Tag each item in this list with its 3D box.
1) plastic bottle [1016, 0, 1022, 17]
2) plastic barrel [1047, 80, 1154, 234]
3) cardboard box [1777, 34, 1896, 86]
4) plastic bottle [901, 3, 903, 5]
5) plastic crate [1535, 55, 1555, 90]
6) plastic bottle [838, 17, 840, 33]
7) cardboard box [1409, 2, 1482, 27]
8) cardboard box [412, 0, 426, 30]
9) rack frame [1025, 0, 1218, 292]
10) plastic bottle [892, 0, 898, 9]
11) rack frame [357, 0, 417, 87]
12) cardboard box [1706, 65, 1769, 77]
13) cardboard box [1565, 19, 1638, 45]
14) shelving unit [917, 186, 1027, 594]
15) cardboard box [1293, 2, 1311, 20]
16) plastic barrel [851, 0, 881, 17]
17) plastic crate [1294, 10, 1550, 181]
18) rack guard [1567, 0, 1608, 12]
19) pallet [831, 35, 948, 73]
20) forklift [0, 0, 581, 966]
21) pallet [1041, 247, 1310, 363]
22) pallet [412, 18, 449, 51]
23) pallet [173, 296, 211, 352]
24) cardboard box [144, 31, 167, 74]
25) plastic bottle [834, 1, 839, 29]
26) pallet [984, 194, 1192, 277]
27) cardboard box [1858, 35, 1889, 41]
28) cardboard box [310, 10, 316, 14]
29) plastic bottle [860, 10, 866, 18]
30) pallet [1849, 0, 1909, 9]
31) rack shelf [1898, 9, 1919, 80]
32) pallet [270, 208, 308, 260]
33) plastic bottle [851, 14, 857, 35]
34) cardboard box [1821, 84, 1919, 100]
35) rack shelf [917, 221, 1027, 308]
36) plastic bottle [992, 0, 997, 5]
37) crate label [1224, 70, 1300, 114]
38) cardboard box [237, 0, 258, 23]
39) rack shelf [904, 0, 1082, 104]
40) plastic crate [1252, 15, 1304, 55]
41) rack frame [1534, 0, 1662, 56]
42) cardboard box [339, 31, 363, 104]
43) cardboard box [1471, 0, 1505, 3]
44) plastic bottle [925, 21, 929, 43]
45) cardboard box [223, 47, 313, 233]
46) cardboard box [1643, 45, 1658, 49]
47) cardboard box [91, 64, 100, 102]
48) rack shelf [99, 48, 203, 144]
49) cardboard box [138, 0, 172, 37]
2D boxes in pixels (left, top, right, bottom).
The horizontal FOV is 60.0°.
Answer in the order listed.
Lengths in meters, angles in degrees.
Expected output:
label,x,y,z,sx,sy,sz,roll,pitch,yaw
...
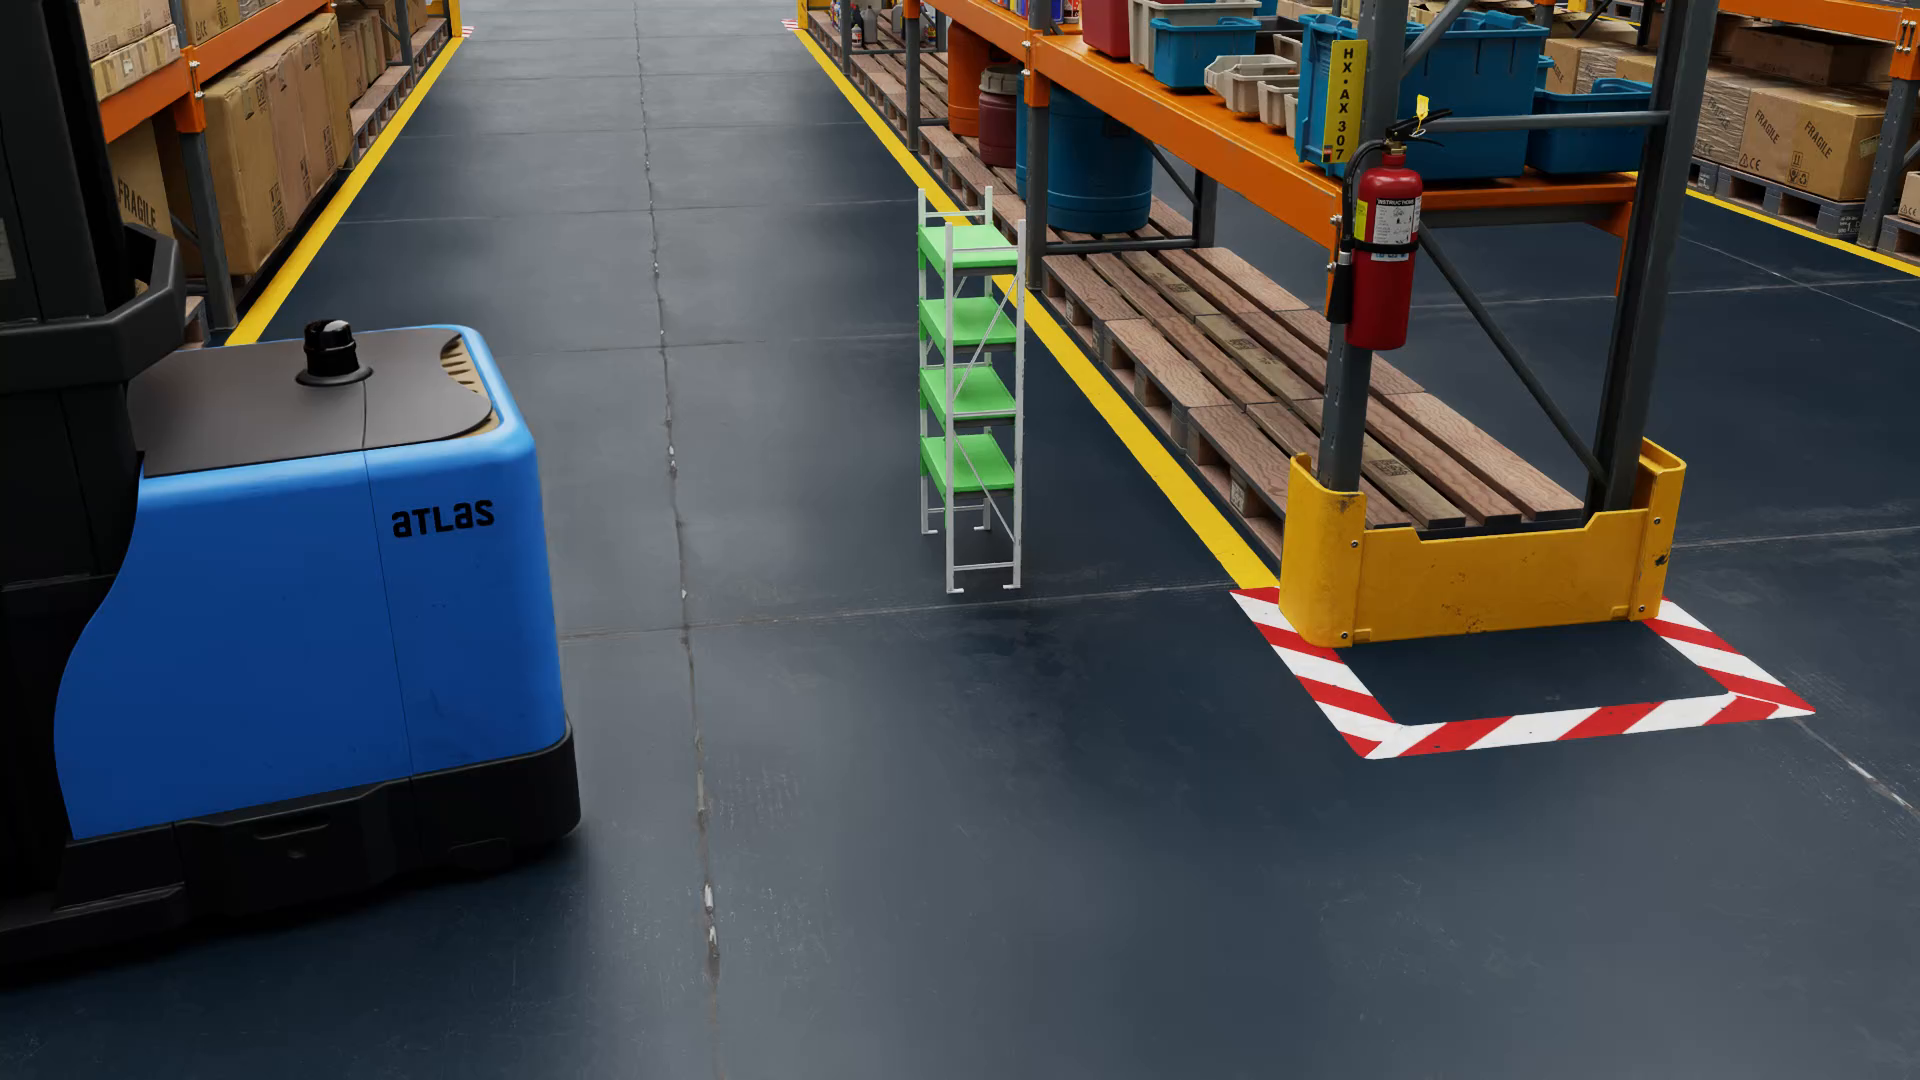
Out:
label,x,y,z,sx,sy,sz,roll,pitch,yaw
plastic bottle,0.387,-2.955,8.923,0.152,0.276,0.135,-4,24,-10
plastic barrel,0.761,-2.183,9.098,0.600,0.901,0.708,-4,24,-10
cardboard box,5.679,-3.104,10.745,0.500,0.250,0.500,-4,24,-10
plastic bottle,-0.558,-5.565,17.597,0.152,0.276,0.135,-5,24,-11
plastic crate,1.741,-1.495,5.559,0.416,0.233,0.300,-4,24,-10
plastic bottle,-1.207,-5.346,17.190,0.097,0.201,0.097,0,24,0
cardboard box,4.351,-4.653,14.865,0.500,0.311,0.500,-4,24,-8
cardboard box,-5.998,-5.658,17.556,0.500,0.500,0.500,2,24,4
rack frame,0.845,-2.737,8.269,1.000,3.000,0.127,-4,24,-10
plastic bottle,-0.689,-5.615,17.702,0.061,0.283,0.133,-4,24,-10
rack frame,-5.502,-5.517,14.635,1.000,3.000,0.127,-4,24,-10
cardboard box,5.069,-2.923,11.269,0.500,0.500,0.500,-5,24,-12
cardboard box,5.166,-4.093,13.583,0.500,0.311,0.500,-4,24,-8
shelving unit,0.031,-0.485,5.361,0.258,1.200,0.503,-4,24,-10
cardboard box,3.851,-5.545,17.609,0.500,0.250,0.500,-4,24,-10
plastic barrel,-1.085,-6.059,18.459,0.421,0.512,0.421,0,24,0
plastic crate,1.339,-1.325,4.918,0.616,0.435,0.499,-4,24,-10
rack guard,8.376,-7.015,21.187,1.175,0.500,0.348,-4,24,-10
pallet,-0.718,-4.873,16.644,1.003,0.211,1.213,-4,24,-10
forklift,-2.486,-0.543,3.332,3.031,2.935,1.130,-9,25,-20
pallet,1.019,-1.173,8.172,1.003,0.211,1.213,-4,24,-10
pallet,-6.112,-5.461,17.989,1.003,0.211,1.213,-4,24,-10
pallet,-3.959,-0.788,7.290,1.003,0.211,1.213,-4,24,-10
cardboard box,-3.596,-2.058,7.029,0.380,0.149,0.250,-4,24,-9
plastic bottle,-1.282,-5.537,17.540,0.097,0.271,0.097,0,24,0
pallet,0.743,-1.766,9.529,1.003,0.211,1.213,-4,24,-10
cardboard box,9.399,-5.185,16.448,0.700,0.500,0.500,-5,24,-11
cardboard box,-5.024,-3.813,12.369,0.500,0.250,0.500,-2,24,-4
plastic bottle,-0.931,-5.166,16.683,0.152,0.276,0.135,-4,24,-10
pallet,5.673,-3.337,9.882,1.003,0.211,1.213,-4,24,-10
rack shelf,6.083,-1.986,7.448,1.077,0.370,4.000,-4,24,-10
pallet,-4.468,-1.871,9.771,1.003,0.211,1.213,-4,24,-10
plastic bottle,-1.048,-5.005,16.307,0.061,0.283,0.133,-3,24,-7
cardboard box,5.754,-2.576,10.473,0.500,0.500,0.500,-4,24,-9
rack shelf,0.031,-0.866,5.194,0.258,0.148,0.480,-4,24,-10
plastic bottle,0.269,-3.206,9.499,0.152,0.276,0.135,-4,24,-10
crate label,1.141,-1.601,5.921,0.396,0.136,0.243,-4,24,-10
cardboard box,-4.048,-3.010,8.770,0.500,0.500,0.500,-5,24,-11
rack shelf,0.475,-3.194,10.214,1.077,0.370,4.000,-4,24,-10
plastic crate,1.316,-2.218,7.350,0.437,0.125,0.590,-4,24,-10
rack frame,4.974,-4.676,12.708,1.000,3.000,0.127,-4,24,-10
cardboard box,-5.133,-3.702,13.051,0.700,0.500,0.500,-2,24,-5
cardboard box,4.783,-4.900,15.431,0.500,0.311,0.500,-4,24,-10
plastic bottle,-0.300,-5.041,16.491,0.097,0.201,0.097,0,24,0
cardboard box,-4.327,-2.191,9.149,1.225,0.875,0.875,-5,24,-12
cardboard box,5.377,-3.381,12.317,0.500,0.500,0.500,-3,24,-8
cardboard box,-3.406,-1.654,6.104,0.380,0.149,0.250,-5,24,-11
rack shelf,-3.653,-1.254,5.773,1.077,0.370,4.000,-4,24,-10
cardboard box,-3.683,-2.284,7.047,0.500,0.250,0.500,-5,24,-11
